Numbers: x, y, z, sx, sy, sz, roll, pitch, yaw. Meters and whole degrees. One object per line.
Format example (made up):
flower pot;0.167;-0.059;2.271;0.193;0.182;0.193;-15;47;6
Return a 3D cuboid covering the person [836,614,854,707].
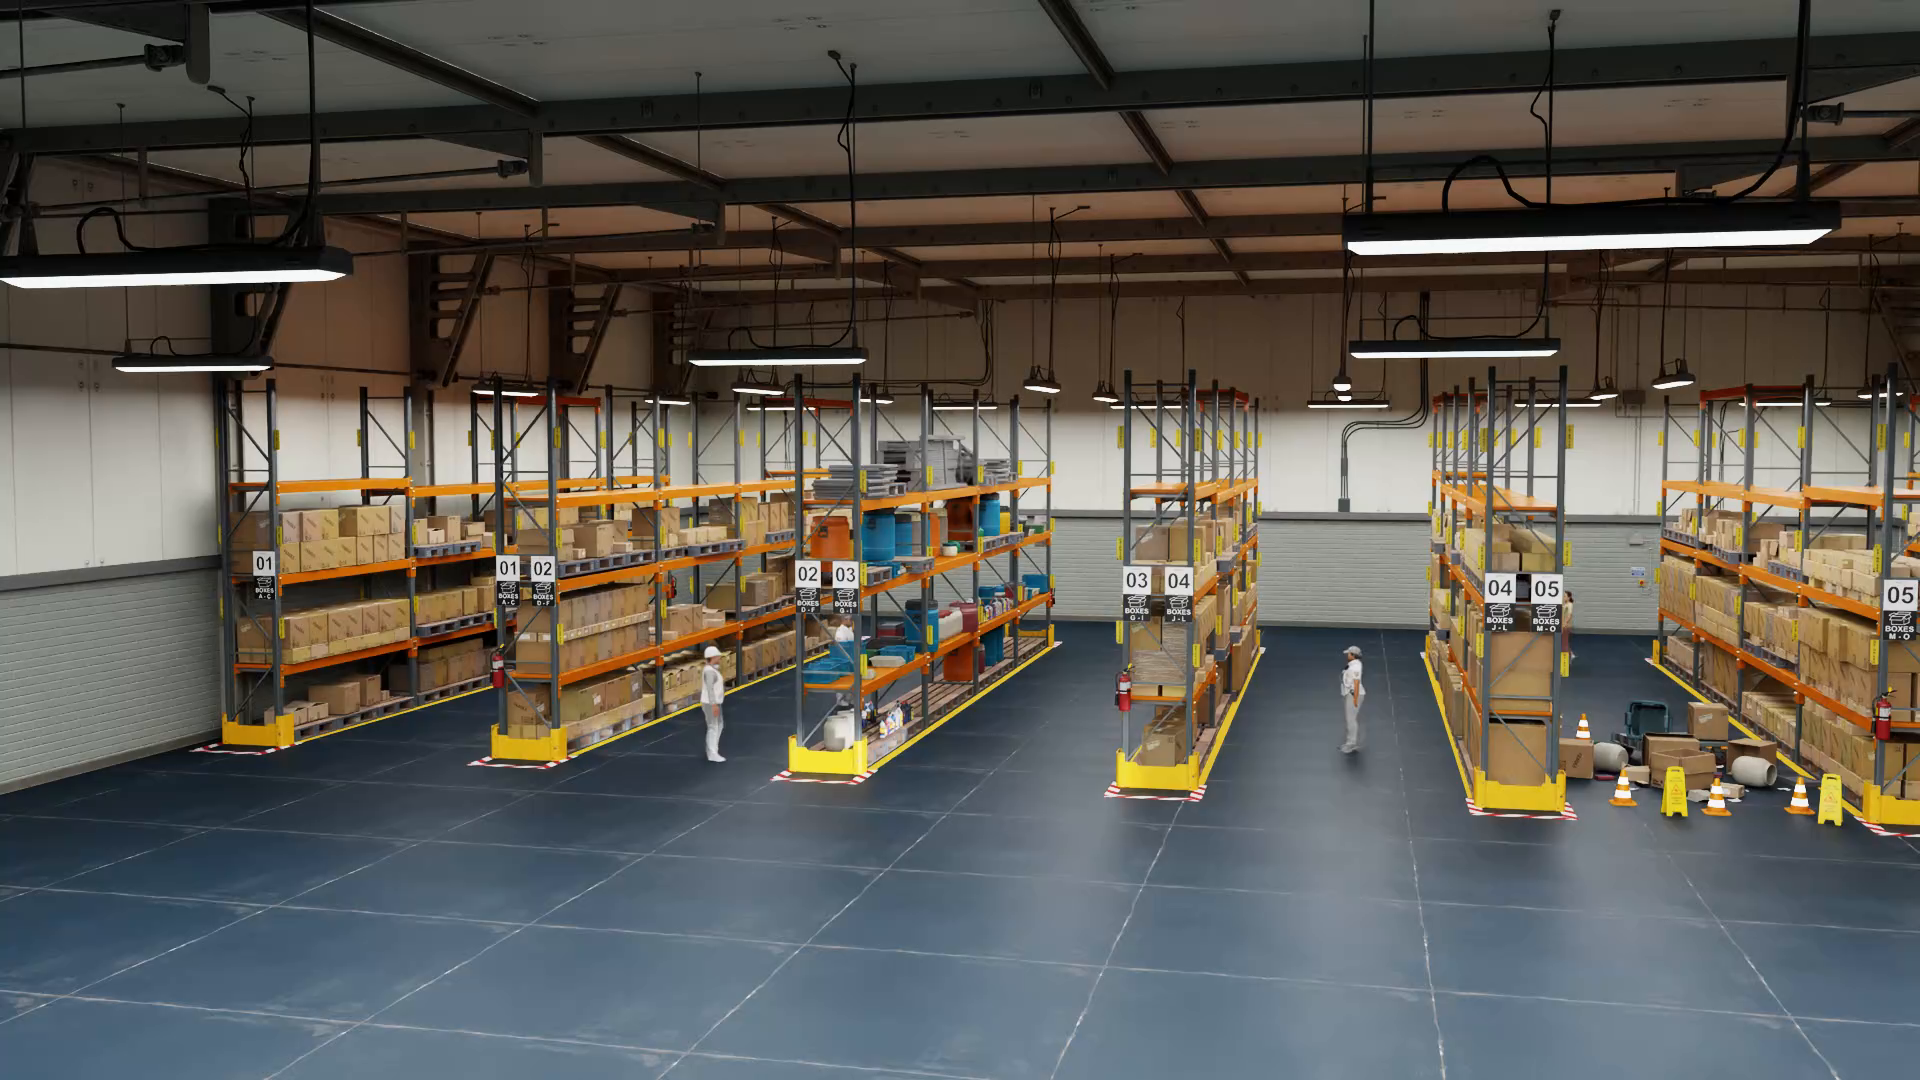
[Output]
person;-2.152;2.239;31.289;0.408;1.772;0.619;1;4;23

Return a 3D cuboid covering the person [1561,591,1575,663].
person;13.331;1.953;36.788;0.543;1.672;0.516;2;4;27

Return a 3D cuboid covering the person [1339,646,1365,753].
person;6.323;2.560;26.886;0.458;1.678;0.609;0;3;2

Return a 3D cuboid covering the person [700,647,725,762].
person;-3.865;2.594;26.063;0.394;1.857;0.620;0;3;-1
